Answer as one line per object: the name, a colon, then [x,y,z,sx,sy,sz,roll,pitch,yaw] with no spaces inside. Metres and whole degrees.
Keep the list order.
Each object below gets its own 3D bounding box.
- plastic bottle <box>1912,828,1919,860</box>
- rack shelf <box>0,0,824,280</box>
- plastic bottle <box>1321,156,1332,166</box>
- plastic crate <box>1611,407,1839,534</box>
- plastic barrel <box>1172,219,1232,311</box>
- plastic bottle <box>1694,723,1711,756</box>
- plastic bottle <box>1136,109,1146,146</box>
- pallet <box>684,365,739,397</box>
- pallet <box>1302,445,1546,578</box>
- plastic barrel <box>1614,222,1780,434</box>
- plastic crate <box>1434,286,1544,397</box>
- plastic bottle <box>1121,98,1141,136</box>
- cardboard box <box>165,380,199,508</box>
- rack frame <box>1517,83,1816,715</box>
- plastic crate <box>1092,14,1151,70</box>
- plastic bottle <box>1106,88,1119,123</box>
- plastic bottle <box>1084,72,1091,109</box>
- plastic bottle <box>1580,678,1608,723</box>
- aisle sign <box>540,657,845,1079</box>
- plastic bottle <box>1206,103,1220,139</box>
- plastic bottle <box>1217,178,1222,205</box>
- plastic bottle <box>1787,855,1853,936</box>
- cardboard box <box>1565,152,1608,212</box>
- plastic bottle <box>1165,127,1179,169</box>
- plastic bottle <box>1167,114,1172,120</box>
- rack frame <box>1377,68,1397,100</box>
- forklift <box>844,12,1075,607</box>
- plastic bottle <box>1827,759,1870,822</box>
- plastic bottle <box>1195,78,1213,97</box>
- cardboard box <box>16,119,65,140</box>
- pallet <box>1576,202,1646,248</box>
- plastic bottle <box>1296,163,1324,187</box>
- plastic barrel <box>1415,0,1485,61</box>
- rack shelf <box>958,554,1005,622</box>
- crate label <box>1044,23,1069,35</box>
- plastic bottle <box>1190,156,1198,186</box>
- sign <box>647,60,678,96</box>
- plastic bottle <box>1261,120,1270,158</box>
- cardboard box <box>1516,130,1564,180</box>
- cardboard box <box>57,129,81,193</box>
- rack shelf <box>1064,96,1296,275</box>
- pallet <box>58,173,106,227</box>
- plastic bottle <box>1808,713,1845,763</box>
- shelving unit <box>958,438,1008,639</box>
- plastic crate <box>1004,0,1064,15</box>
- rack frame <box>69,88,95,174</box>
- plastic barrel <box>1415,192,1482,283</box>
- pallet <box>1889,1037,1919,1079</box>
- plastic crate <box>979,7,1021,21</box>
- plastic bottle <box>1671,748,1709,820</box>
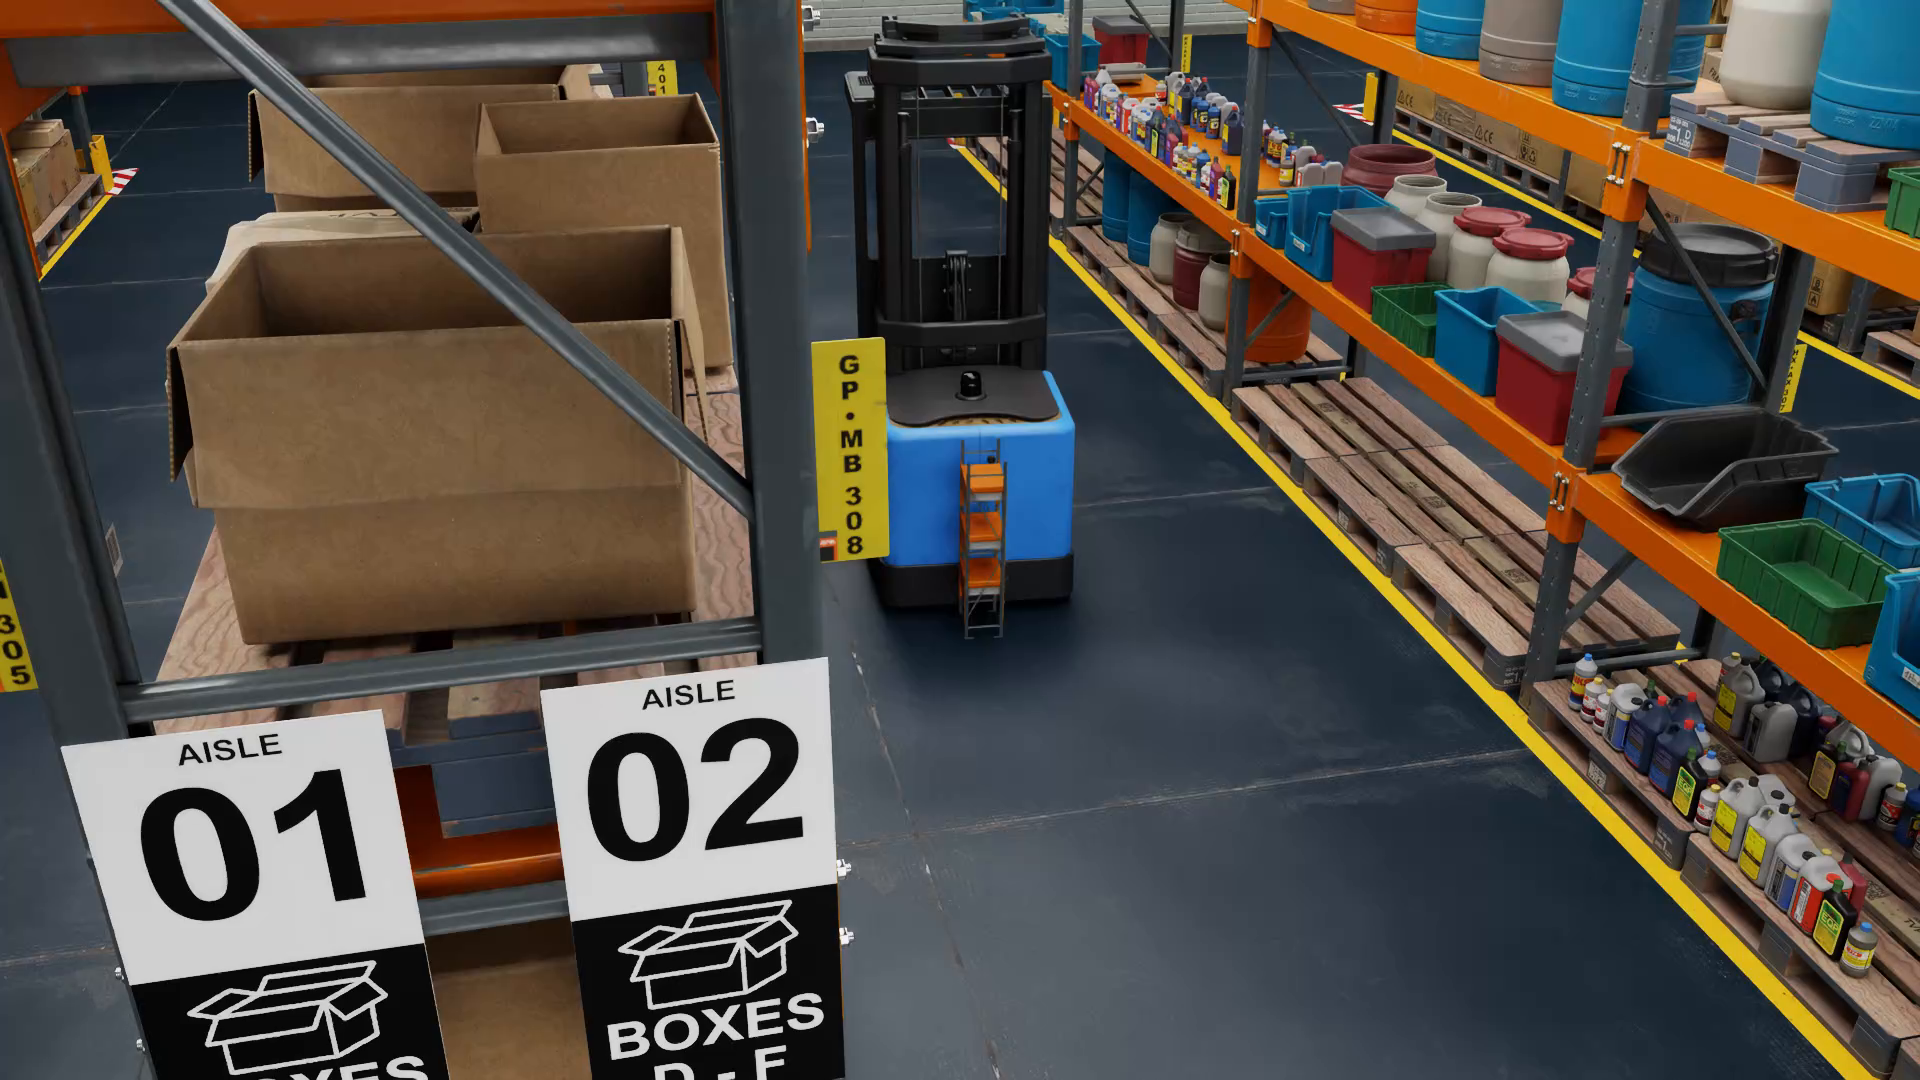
plastic bottle: [3.909,1.186,6.689,0.097,0.201,0.097,0,27,0]
rack shelf: [-1.141,-1.357,3.694,1.077,0.370,4.000,-6,27,-12]
plastic bottle: [2.551,-2.533,11.582,0.097,0.271,0.097,0,27,0]
plastic crate: [3.229,-0.287,7.059,0.767,0.338,0.504,-6,27,-12]
plastic barrel: [1.952,-2.133,12.858,0.600,0.588,0.708,-6,27,-12]
plastic bottle: [3.162,0.912,7.154,0.097,0.271,0.097,0,27,0]
plastic bottle: [1.425,-3.208,12.920,0.097,0.271,0.097,0,27,0]
pallet: [-1.103,-0.450,4.081,1.003,0.211,1.213,-6,27,-12]
pallet: [2.741,-0.190,9.893,1.003,0.211,1.213,-6,27,-12]
plastic barrel: [3.443,-0.982,7.810,0.600,0.901,0.708,-6,27,-12]
plastic crate: [2.683,-1.003,8.426,0.392,0.384,0.575,-6,27,-12]
plastic bottle: [1.373,-3.366,13.227,0.152,0.276,0.135,-6,27,-12]
cardboard box: [-1.207,-0.301,3.234,0.500,0.250,0.500,-6,27,-12]
rack frame: [3.235,-0.558,7.526,1.000,3.000,0.127,-6,27,-12]
plastic crate: [1.475,-4.543,15.283,0.402,0.464,0.583,-6,27,-12]
plastic bottle: [1.247,-3.556,13.609,0.097,0.271,0.097,0,27,0]
plastic bottle: [1.099,-3.813,14.106,0.061,0.283,0.133,-6,27,-12]
plastic bottle: [2.902,0.724,7.604,0.097,0.201,0.097,0,27,0]
aisle sign: [-0.378,0.537,2.472,0.394,0.787,0.004,-6,27,-12]
plastic bottle: [1.997,-3.309,13.119,0.097,0.271,0.097,0,27,0]
plastic bottle: [1.818,-2.412,11.420,0.097,0.201,0.097,0,27,0]
plastic bottle: [3.265,1.343,6.295,0.152,0.276,0.135,-6,27,-11]
cardboard box: [6.421,-3.533,15.312,1.225,0.875,0.875,-6,27,-11]
plastic bottle: [1.569,-2.898,12.291,0.061,0.283,0.133,-6,27,-12]
plastic bottle: [1.610,-3.138,12.780,0.097,0.271,0.097,0,27,0]
rack frame: [5.356,-6.329,18.960,1.000,3.000,0.127,-6,27,-12]
forklift: [-0.073,-1.587,9.642,1.130,2.935,3.031,-3,27,-6]
plastic bottle: [3.706,1.021,6.925,0.061,0.283,0.133,-6,27,-12]
plastic bottle: [1.999,-3.596,13.601,0.144,0.351,0.185,-6,27,-12]
cardboard box: [-8.660,-3.846,15.629,0.380,0.149,0.250,-6,27,-12]
pallet: [6.505,-2.997,15.453,1.003,0.211,1.213,-6,27,-12]
plastic bottle: [2.402,-2.466,11.444,0.152,0.276,0.135,-6,27,-12]
plastic barrel: [2.614,-2.896,8.274,0.600,0.901,0.708,-6,27,-12]
rack shelf: [0.111,0.249,8.710,0.215,0.259,0.240,-3,32,-6]
crate label: [1.028,-5.147,16.844,0.396,0.136,0.243,-6,27,-12]
plastic bottle: [1.700,-2.641,11.875,0.097,0.201,0.097,0,27,0]
sign: [-1.052,-1.719,5.835,0.100,0.325,0.005,-6,27,-12]
plastic bottle: [2.291,-3.040,12.586,0.097,0.271,0.097,0,27,0]
cardboard box: [6.186,-4.109,16.455,0.875,0.875,0.875,-6,27,-12]
cardboard box: [-8.867,-3.594,15.850,0.700,0.500,0.500,-6,27,-12]
rack shelf: [1.882,-2.871,12.907,1.077,0.370,4.000,-6,27,-12]
pallet: [-8.866,-3.232,15.919,1.003,0.211,1.213,-6,27,-12]
plastic bottle: [3.781,0.864,7.237,0.061,0.283,0.133,-4,27,-8]
shelving unit: [0.114,0.003,8.559,0.215,1.050,0.252,-3,32,-6]
plastic crate: [0.788,-5.740,17.688,0.616,0.435,0.499,-6,27,-12]
rack frame: [-9.122,-4.820,15.970,1.000,3.000,0.127,-6,27,-12]
plastic barrel: [2.868,-1.749,9.762,0.421,0.512,0.421,0,27,0]
pallet: [3.895,2.057,5.440,1.003,0.211,1.213,-6,27,-12]
plastic crate: [0.413,-5.347,17.134,0.416,0.233,0.300,-6,27,-12]
plastic bottle: [3.051,1.015,6.937,0.061,0.283,0.133,-5,27,-9]
